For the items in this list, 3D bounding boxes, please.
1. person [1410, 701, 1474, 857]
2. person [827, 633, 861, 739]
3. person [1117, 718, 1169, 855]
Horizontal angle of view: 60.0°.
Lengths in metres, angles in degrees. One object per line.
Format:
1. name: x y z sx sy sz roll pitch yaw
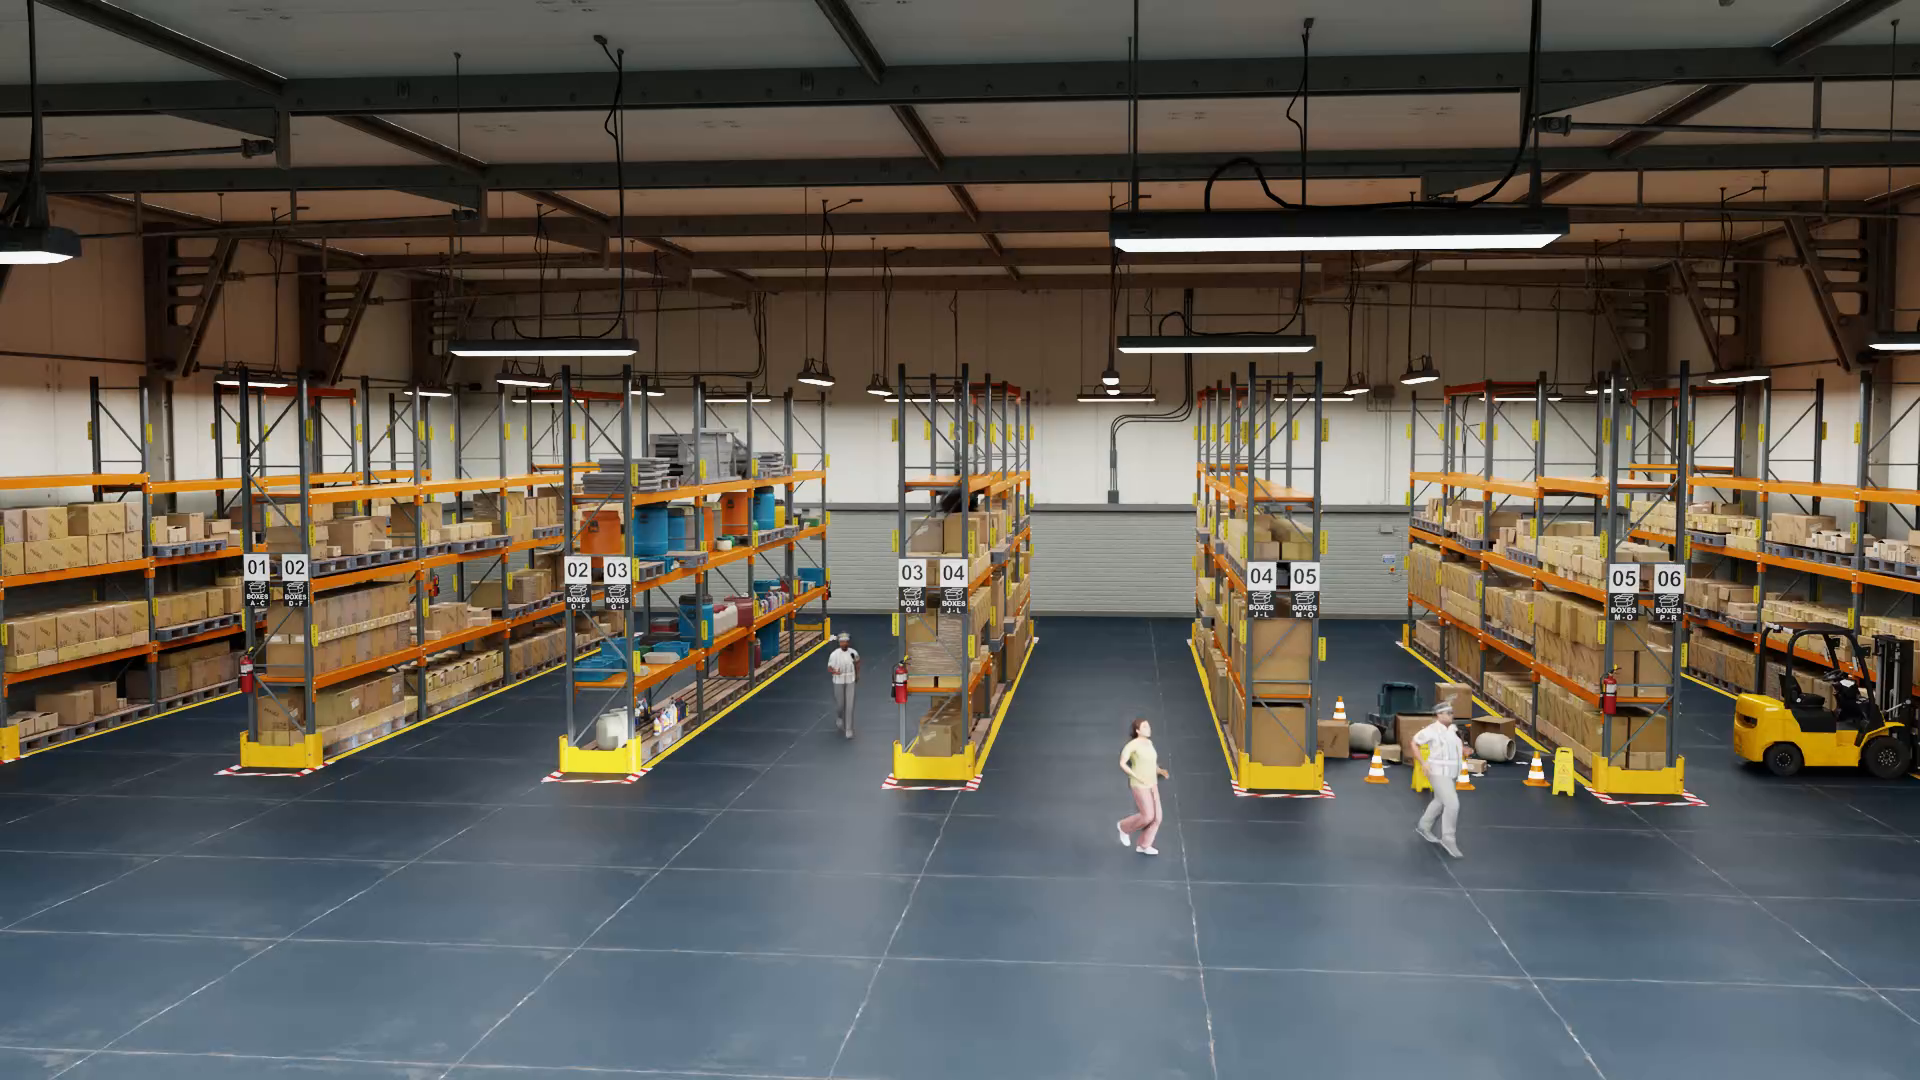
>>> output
1. person: 5.795 2.844 19.942 0.637 1.846 0.783 -3 5 -43
2. person: -1.913 2.377 27.554 0.581 1.699 0.920 -1 4 -11
3. person: 2.163 2.933 19.808 0.568 1.588 0.578 4 5 44
